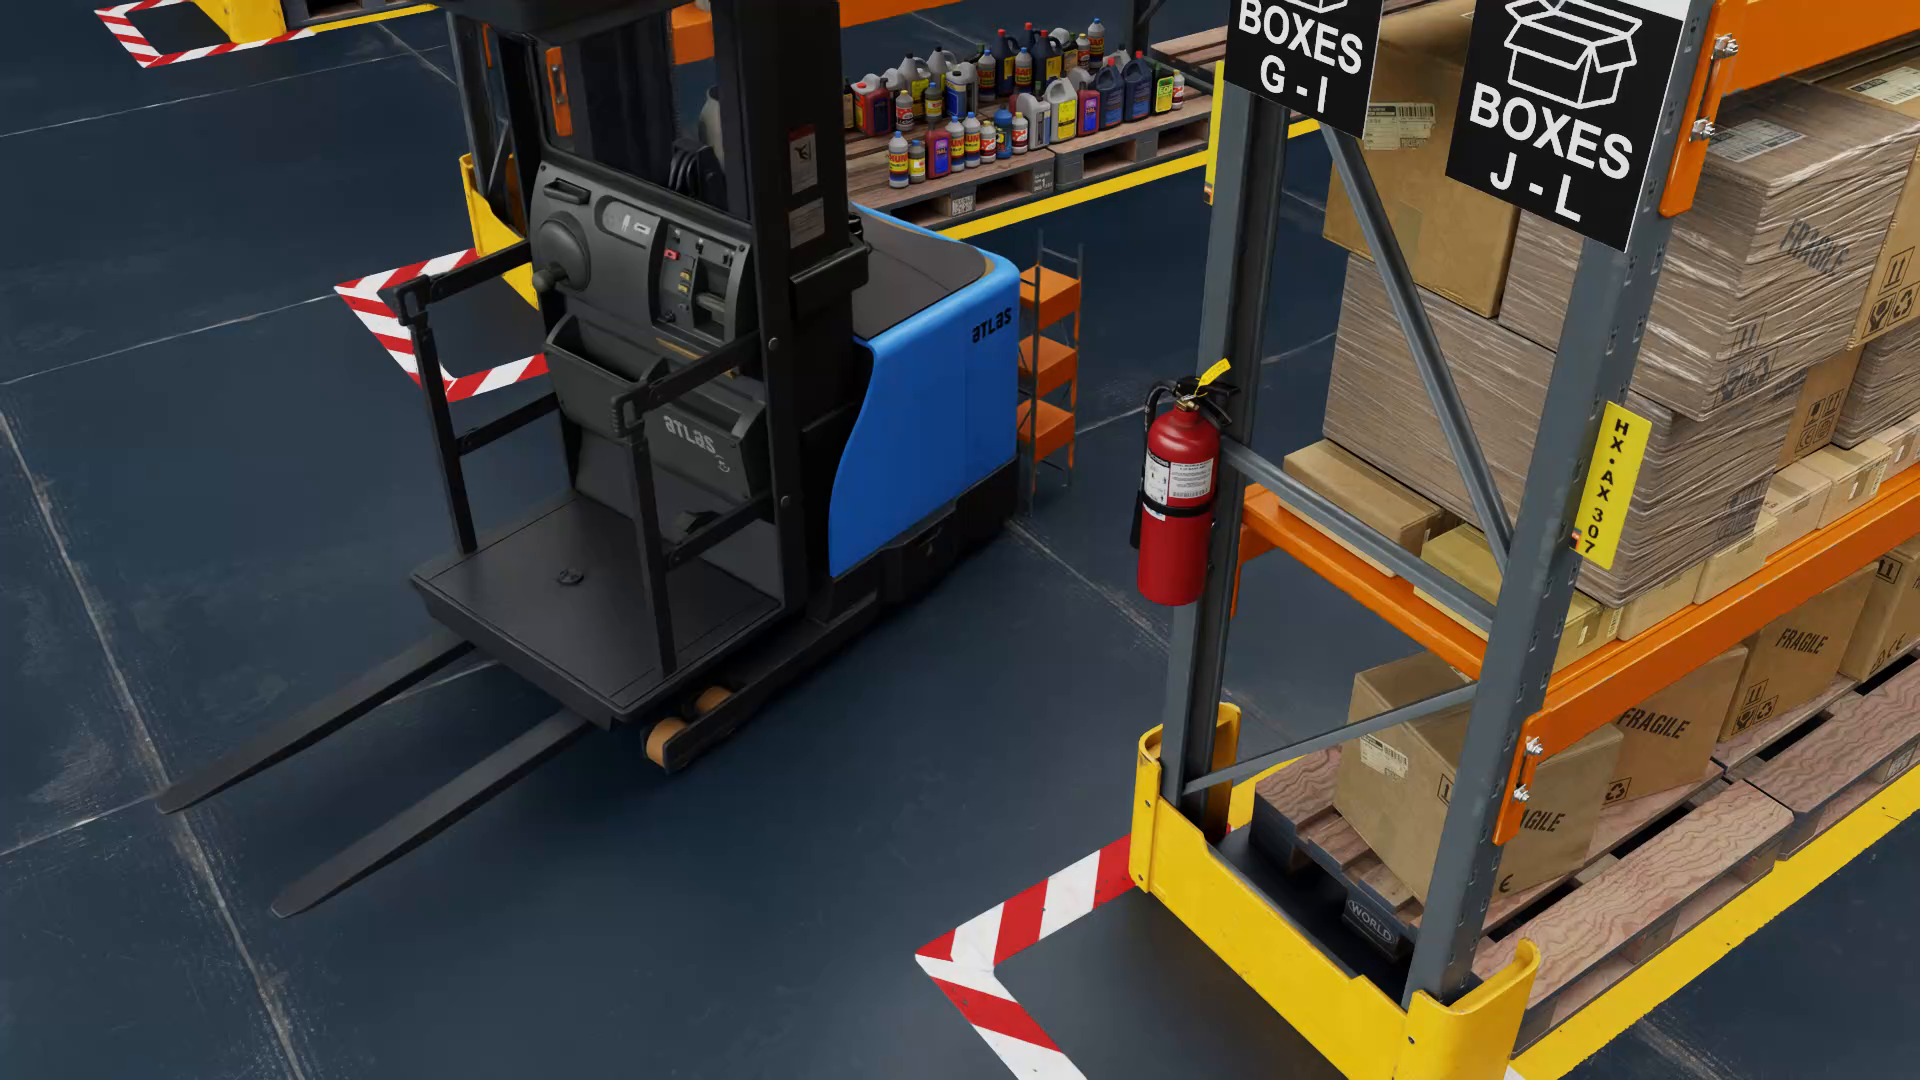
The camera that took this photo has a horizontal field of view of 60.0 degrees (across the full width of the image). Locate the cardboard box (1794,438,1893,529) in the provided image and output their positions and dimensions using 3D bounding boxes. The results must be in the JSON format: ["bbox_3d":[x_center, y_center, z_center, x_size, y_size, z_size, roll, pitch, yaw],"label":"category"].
[{"bbox_3d":[2.085,-0.213,4.192,0.250,0.149,0.380,-22,41,-28],"label":"cardboard box"}]

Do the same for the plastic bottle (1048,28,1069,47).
[{"bbox_3d":[0.540,-2.769,9.486,0.135,0.276,0.152,-21,41,-26],"label":"plastic bottle"}]

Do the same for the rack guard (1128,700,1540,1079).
[{"bbox_3d":[0.947,0.983,4.455,0.348,0.500,1.175,-22,41,-28],"label":"rack guard"}]

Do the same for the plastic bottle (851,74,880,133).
[{"bbox_3d":[-0.498,-2.342,8.893,0.135,0.276,0.152,-22,41,-28],"label":"plastic bottle"}]

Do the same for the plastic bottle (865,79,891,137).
[{"bbox_3d":[-0.436,-2.294,8.820,0.133,0.283,0.061,-22,41,-28],"label":"plastic bottle"}]

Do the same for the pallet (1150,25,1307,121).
[{"bbox_3d":[1.921,-2.866,10.054,1.213,0.211,1.003,-22,41,-28],"label":"pallet"}]

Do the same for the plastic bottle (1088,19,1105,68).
[{"bbox_3d":[0.788,-2.888,9.657,0.097,0.271,0.097,0,36,0],"label":"plastic bottle"}]

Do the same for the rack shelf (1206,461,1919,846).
[{"bbox_3d":[2.520,-0.387,4.835,4.000,0.370,1.077,-22,41,-28],"label":"rack shelf"}]

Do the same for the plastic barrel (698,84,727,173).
[{"bbox_3d":[-1.064,-1.957,8.173,0.421,0.512,0.421,0,36,0],"label":"plastic barrel"}]

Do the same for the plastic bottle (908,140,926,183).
[{"bbox_3d":[-0.222,-1.909,8.354,0.097,0.201,0.097,0,36,0],"label":"plastic bottle"}]

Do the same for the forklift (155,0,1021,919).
[{"bbox_3d":[-1.104,-0.797,4.848,1.130,2.935,3.031,26,43,31],"label":"forklift"}]

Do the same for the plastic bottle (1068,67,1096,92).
[{"bbox_3d":[0.678,-2.432,9.018,0.135,0.276,0.152,-22,41,-28],"label":"plastic bottle"}]

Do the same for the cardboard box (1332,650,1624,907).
[{"bbox_3d":[1.405,0.636,4.578,0.500,0.500,0.500,-15,38,-20],"label":"cardboard box"}]

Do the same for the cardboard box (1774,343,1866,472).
[{"bbox_3d":[1.690,-0.565,4.126,0.500,0.500,0.875,-22,41,-28],"label":"cardboard box"}]

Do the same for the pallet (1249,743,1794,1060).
[{"bbox_3d":[1.632,0.844,4.896,1.213,0.211,1.003,-22,41,-28],"label":"pallet"}]

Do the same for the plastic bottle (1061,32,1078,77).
[{"bbox_3d":[0.602,-2.721,9.414,0.133,0.283,0.061,-22,41,-28],"label":"plastic bottle"}]

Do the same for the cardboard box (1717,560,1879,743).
[{"bbox_3d":[2.397,0.217,5.160,0.500,0.500,0.500,-18,40,-24],"label":"cardboard box"}]

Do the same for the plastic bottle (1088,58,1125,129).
[{"bbox_3d":[0.784,-2.400,8.910,0.185,0.351,0.144,-25,42,-30],"label":"plastic bottle"}]

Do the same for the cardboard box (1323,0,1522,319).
[{"bbox_3d":[1.192,-0.876,3.703,0.500,0.500,0.500,-22,41,-28],"label":"cardboard box"}]

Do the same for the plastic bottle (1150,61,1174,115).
[{"bbox_3d":[1.098,-2.472,9.068,0.133,0.283,0.061,-20,40,-26],"label":"plastic bottle"}]

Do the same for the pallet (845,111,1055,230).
[{"bbox_3d":[-0.270,-1.965,8.801,1.213,0.211,1.003,-22,41,-28],"label":"pallet"}]

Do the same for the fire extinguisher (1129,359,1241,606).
[{"bbox_3d":[0.526,-0.156,3.964,0.183,0.674,0.296,-22,41,-28],"label":"fire extinguisher"}]

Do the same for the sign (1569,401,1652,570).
[{"bbox_3d":[1.198,-0.099,3.077,0.005,0.325,0.100,-22,41,-28],"label":"sign"}]

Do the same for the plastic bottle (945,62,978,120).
[{"bbox_3d":[0.007,-2.446,9.038,0.135,0.276,0.152,-22,41,-28],"label":"plastic bottle"}]

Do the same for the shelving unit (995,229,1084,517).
[{"bbox_3d":[0.282,-0.608,6.196,0.215,1.050,0.252,27,44,32],"label":"shelving unit"}]

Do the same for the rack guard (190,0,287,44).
[{"bbox_3d":[-4.838,-3.712,10.984,0.348,0.500,1.175,-22,41,-28],"label":"rack guard"}]

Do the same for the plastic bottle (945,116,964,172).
[{"bbox_3d":[-0.026,-2.017,8.446,0.097,0.271,0.097,0,36,0],"label":"plastic bottle"}]

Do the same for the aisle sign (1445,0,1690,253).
[{"bbox_3d":[1.007,-0.898,2.702,0.004,0.787,0.394,-22,41,-28],"label":"aisle sign"}]

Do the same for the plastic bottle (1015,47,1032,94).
[{"bbox_3d":[0.354,-2.607,9.265,0.097,0.271,0.097,0,36,0],"label":"plastic bottle"}]

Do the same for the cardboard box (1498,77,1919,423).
[{"bbox_3d":[1.492,-0.628,3.358,0.500,0.500,0.500,-22,41,-28],"label":"cardboard box"}]

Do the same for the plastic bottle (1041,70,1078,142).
[{"bbox_3d":[0.520,-2.291,8.759,0.185,0.351,0.144,-23,41,-28],"label":"plastic bottle"}]

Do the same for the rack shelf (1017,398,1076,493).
[{"bbox_3d":[0.282,-0.374,6.365,0.215,0.259,0.240,27,44,32],"label":"rack shelf"}]

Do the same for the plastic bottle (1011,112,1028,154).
[{"bbox_3d":[0.304,-2.125,8.656,0.097,0.201,0.097,0,36,0],"label":"plastic bottle"}]

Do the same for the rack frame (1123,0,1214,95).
[{"bbox_3d":[1.301,-3.715,8.847,0.127,3.000,1.000,-22,41,-28],"label":"rack frame"}]

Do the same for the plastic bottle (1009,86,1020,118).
[{"bbox_3d":[0.323,-2.262,8.775,0.133,0.283,0.061,-22,41,-28],"label":"plastic bottle"}]

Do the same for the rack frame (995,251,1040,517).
[{"bbox_3d":[0.201,-0.554,6.122,0.200,1.050,0.008,27,44,32],"label":"rack frame"}]

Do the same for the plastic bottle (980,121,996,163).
[{"bbox_3d":[0.136,-2.056,8.559,0.097,0.201,0.097,0,36,0],"label":"plastic bottle"}]

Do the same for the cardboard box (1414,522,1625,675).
[{"bbox_3d":[1.255,0.114,3.738,0.250,0.149,0.380,-22,41,-28],"label":"cardboard box"}]

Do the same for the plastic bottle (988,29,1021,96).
[{"bbox_3d":[0.248,-2.682,9.302,0.185,0.351,0.144,-24,42,-30],"label":"plastic bottle"}]

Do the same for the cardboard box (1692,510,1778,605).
[{"bbox_3d":[1.684,-0.038,3.949,0.250,0.149,0.380,-22,41,-28],"label":"cardboard box"}]

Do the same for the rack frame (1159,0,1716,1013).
[{"bbox_3d":[0.885,-0.006,3.690,0.127,3.000,1.000,-22,41,-28],"label":"rack frame"}]

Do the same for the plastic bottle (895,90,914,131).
[{"bbox_3d":[-0.297,-2.305,8.905,0.097,0.201,0.097,0,36,0],"label":"plastic bottle"}]

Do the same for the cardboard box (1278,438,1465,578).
[{"bbox_3d":[0.999,-0.099,4.033,0.250,0.149,0.380,-22,41,-28],"label":"cardboard box"}]

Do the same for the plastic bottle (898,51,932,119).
[{"bbox_3d":[-0.251,-2.476,9.016,0.185,0.351,0.144,-21,41,-26],"label":"plastic bottle"}]
